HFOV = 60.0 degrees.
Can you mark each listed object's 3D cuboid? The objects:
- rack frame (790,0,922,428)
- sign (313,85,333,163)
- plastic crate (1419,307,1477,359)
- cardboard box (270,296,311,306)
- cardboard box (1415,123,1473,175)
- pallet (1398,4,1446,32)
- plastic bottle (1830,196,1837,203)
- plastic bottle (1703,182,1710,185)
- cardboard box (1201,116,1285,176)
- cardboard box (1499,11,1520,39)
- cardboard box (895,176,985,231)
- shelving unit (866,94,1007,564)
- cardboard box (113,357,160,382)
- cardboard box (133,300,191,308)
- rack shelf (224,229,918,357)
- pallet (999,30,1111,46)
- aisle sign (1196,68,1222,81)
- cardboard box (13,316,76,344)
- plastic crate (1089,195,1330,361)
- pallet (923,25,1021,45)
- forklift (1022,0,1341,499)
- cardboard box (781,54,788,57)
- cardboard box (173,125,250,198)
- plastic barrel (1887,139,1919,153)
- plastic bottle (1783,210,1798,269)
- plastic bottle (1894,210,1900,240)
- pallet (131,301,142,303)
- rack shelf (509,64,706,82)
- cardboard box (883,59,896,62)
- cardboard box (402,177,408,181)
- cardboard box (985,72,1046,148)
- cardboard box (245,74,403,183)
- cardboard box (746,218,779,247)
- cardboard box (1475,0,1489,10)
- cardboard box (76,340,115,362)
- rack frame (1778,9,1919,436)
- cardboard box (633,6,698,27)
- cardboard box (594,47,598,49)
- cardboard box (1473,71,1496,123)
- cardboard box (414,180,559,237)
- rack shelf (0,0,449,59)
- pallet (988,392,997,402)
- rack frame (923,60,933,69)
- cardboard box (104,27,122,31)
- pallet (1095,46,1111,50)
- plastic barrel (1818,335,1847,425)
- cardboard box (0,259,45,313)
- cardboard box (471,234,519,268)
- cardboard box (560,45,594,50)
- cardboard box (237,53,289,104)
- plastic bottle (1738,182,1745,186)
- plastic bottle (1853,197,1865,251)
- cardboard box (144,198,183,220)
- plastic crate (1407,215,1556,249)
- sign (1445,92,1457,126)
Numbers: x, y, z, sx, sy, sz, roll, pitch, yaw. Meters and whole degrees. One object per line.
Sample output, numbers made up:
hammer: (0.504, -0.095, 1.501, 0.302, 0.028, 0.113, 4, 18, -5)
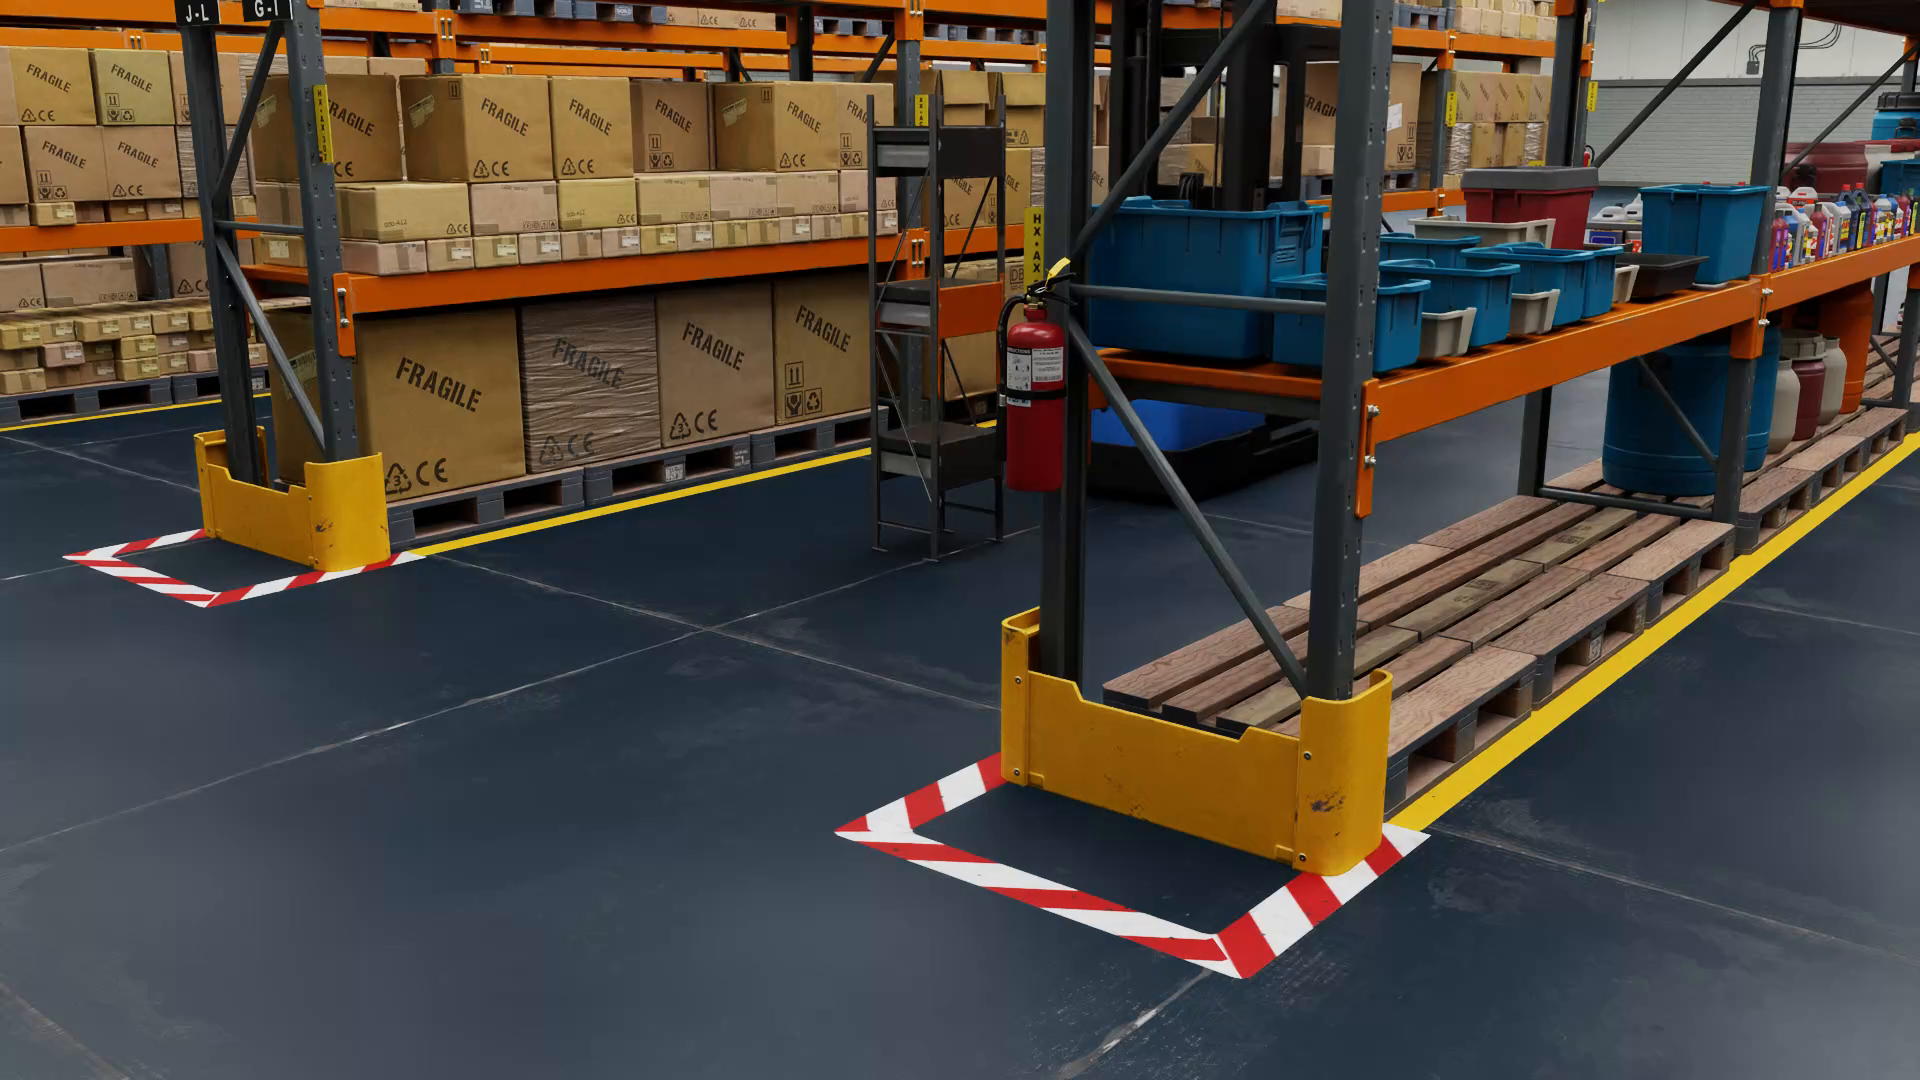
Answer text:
rack frame: (-0.669, -2.194, 10.669, 1.000, 3.000, 0.127, 11, 18, 38)
sign: (-2.755, -1.799, 7.195, 0.100, 0.325, 0.005, 11, 18, 38)
plastic crate: (1.347, -0.608, 4.838, 0.250, 0.136, 0.298, 11, 18, 38)
cardboard box: (-5.087, -1.775, 12.748, 0.380, 0.149, 0.250, 10, 17, 35)
cardboard box: (4.690, -3.996, 16.952, 0.875, 0.500, 0.500, 11, 18, 38)
pallet: (3.888, -4.988, 15.953, 1.213, 0.211, 1.003, 11, 18, 38)
plastic bottle: (4.828, -1.762, 9.204, 0.061, 0.283, 0.133, 11, 18, 38)
plastic bottle: (4.199, -1.842, 9.381, 0.144, 0.351, 0.185, 11, 18, 38)
cardboard box: (2.426, -3.444, 14.534, 0.500, 0.500, 0.700, -13, 19, -41)
cardboard box: (5.490, -5.350, 17.302, 0.500, 0.250, 0.500, 10, 18, 35)
cardboard box: (-0.186, -2.292, 10.851, 0.500, 0.500, 0.500, 11, 18, 38)
shelving unit: (-0.104, -0.986, 7.740, 0.431, 2.100, 0.503, 11, 18, 38)
cardboard box: (-5.902, -1.231, 11.815, 0.380, 0.149, 0.250, 12, 18, 38)
cardboard box: (-5.986, -1.708, 12.482, 0.380, 0.149, 0.250, 11, 18, 36)
rack shelf: (-1.926, -1.463, 9.250, 1.077, 0.370, 4.000, 11, 18, 38)
pallet: (1.087, -6.079, 20.049, 1.003, 0.211, 1.213, 11, 18, 38)
aisle sign: (3.357, -6.507, 22.363, 0.394, 0.787, 0.004, 11, 18, 38)
cardboard box: (-6.304, -1.445, 11.446, 0.380, 0.149, 0.250, 12, 18, 39)
plastic crate: (0.735, -0.801, 4.991, 0.616, 0.435, 0.499, 11, 18, 38)
pallet: (0.027, -5.691, 18.730, 0.805, 0.209, 1.217, 10, 18, 35)
forklift: (1.587, -1.947, 9.835, 1.130, 2.935, 3.031, 10, 17, 34)
cardboard box: (-2.496, -6.762, 23.066, 0.380, 0.149, 0.250, 12, 19, 39)
cardboard box: (-5.531, -2.748, 12.041, 0.500, 0.500, 0.500, 11, 18, 36)
plastic barrel: (7.440, -2.877, 13.078, 0.433, 0.535, 0.433, 0, 14, 0)
plastic bottle: (3.949, -1.439, 7.956, 0.097, 0.271, 0.097, 0, 14, 0)
plastic bottle: (5.482, -1.872, 9.804, 0.097, 0.201, 0.097, 0, 14, 0)
pallet: (-8.916, -2.243, 16.523, 1.003, 0.211, 1.213, 11, 18, 38)
rack shelf: (-5.955, -7.516, 26.984, 1.077, 0.370, 4.000, 11, 18, 38)
cardboard box: (-1.166, -7.148, 24.587, 0.380, 0.149, 0.250, 12, 19, 39)
cardboard box: (-2.766, -1.731, 8.544, 0.500, 0.250, 0.500, 11, 18, 37)
cardboard box: (0.166, -2.982, 11.530, 0.797, 0.503, 0.637, 12, 18, 38)
cardboard box: (-3.081, -1.997, 8.070, 0.500, 0.500, 0.500, 12, 18, 38)
cardboard box: (-1.252, -1.766, 9.494, 0.380, 0.149, 0.250, 12, 18, 39)
cardboard box: (5.105, -5.426, 16.792, 0.380, 0.149, 0.250, 11, 18, 38)
cardboard box: (-6.147, -1.346, 11.663, 0.380, 0.149, 0.250, 12, 18, 38)
rack frame: (5.697, -2.194, 10.667, 1.000, 3.000, 0.127, 11, 18, 38)
cardboard box: (-2.732, -4.908, 15.056, 0.500, 0.500, 0.500, 11, 18, 38)
cardboard box: (-5.906, -8.140, 26.716, 0.797, 0.503, 0.637, 12, 19, 39)
cardboard box: (5.153, -4.547, 17.090, 0.500, 0.500, 0.500, 11, 18, 38)
cardboard box: (-2.350, -1.651, 8.229, 0.500, 0.250, 0.500, 11, 18, 37)
rack shelf: (-5.720, -3.703, 11.978, 1.077, 0.370, 4.000, 11, 18, 38)
pallet: (0.524, -1.237, 12.564, 1.003, 0.211, 1.213, 11, 18, 38)
rack frame: (-0.835, -6.026, 25.752, 1.000, 3.000, 0.127, 11, 18, 38)
cardboard box: (-10.591, -6.488, 20.974, 0.380, 0.149, 0.250, 12, 19, 39)
pallet: (1.854, -6.312, 20.965, 1.003, 0.211, 1.213, 11, 18, 38)
plastic barrel: (5.118, -0.973, 10.063, 0.421, 0.512, 0.421, 0, 14, 0)
cardboard box: (-9.417, -2.415, 15.886, 0.875, 0.438, 0.875, 11, 18, 36)
cardboard box: (-2.383, -1.422, 8.139, 0.380, 0.149, 0.250, 11, 18, 36)
cardboard box: (-4.927, -6.294, 20.506, 0.797, 0.503, 0.637, 11, 18, 38)
cardboard box: (-5.202, -3.331, 12.305, 0.500, 0.500, 0.500, 12, 18, 39)
plastic bottle: (4.402, -1.844, 9.389, 0.144, 0.351, 0.185, 11, 18, 38)
plastic bottle: (4.857, -1.714, 9.015, 0.061, 0.283, 0.133, 11, 18, 38)
cardboard box: (-5.757, -2.365, 11.851, 0.380, 0.149, 0.250, 11, 18, 36)
plastic crate: (2.080, -1.136, 6.620, 0.437, 0.282, 0.530, 11, 18, 38)
sign: (4.793, -4.202, 16.222, 0.100, 0.325, 0.005, 11, 18, 38)
